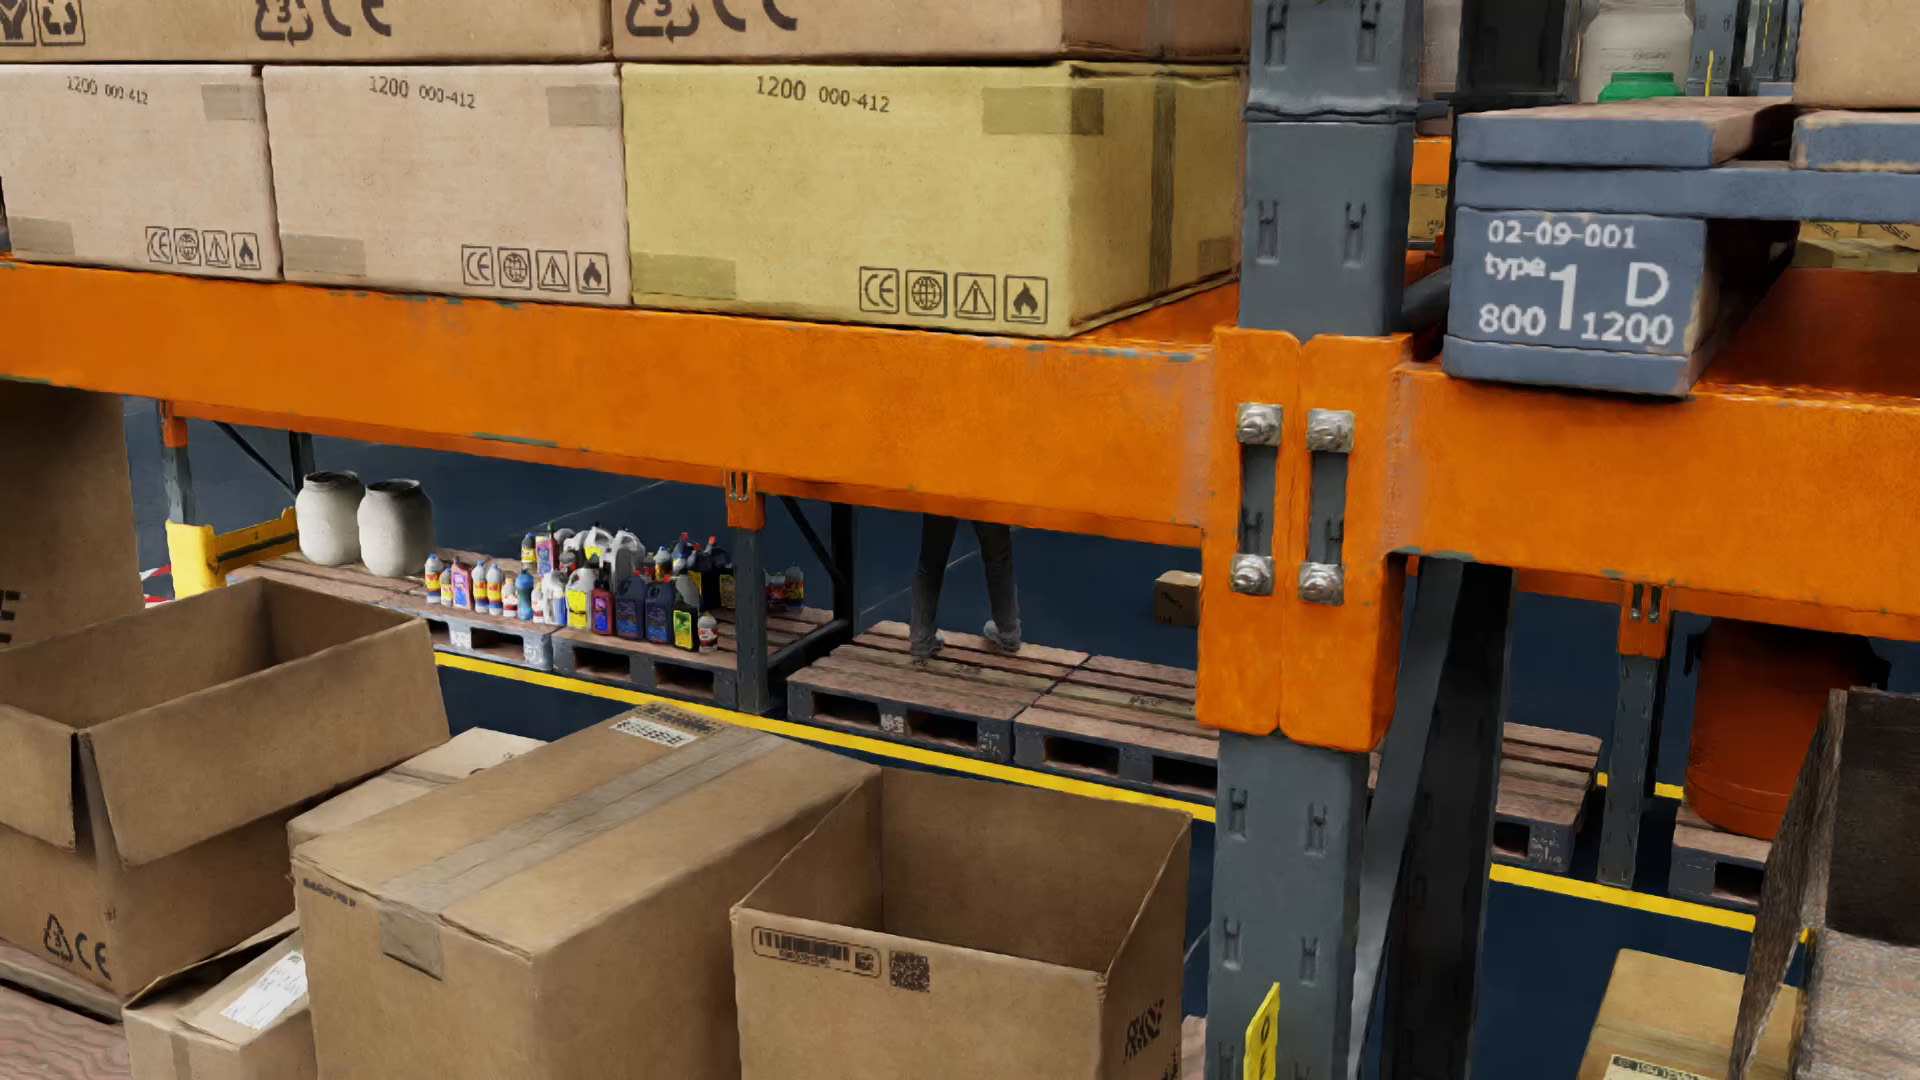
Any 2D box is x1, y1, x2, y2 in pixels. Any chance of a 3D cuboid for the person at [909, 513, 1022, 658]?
[{"bbox_3d":[0.021,-0.295,8.206,0.651,1.764,0.497,6,17,20],"label":"person"}]
